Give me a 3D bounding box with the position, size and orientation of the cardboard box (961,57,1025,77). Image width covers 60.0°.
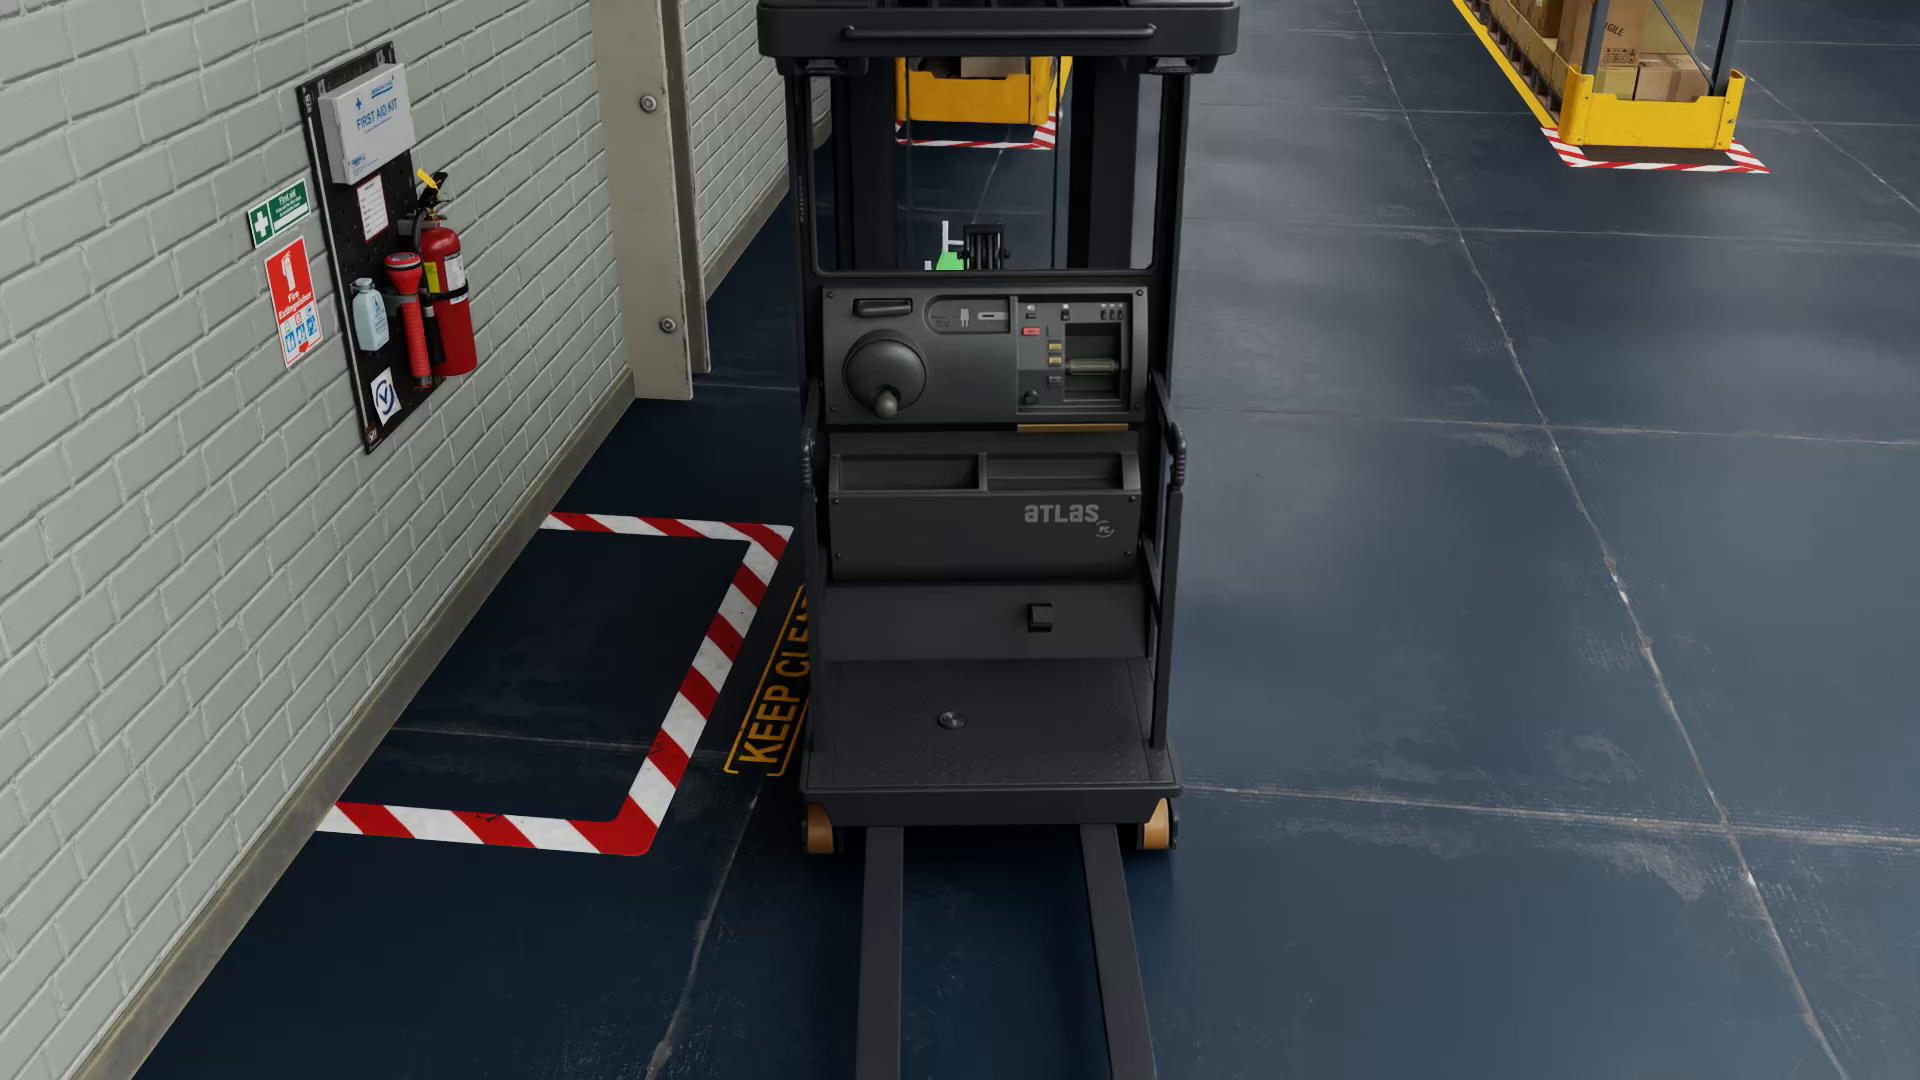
[{"bbox_3d":[0.256,-3.870,13.141,0.500,0.311,0.500,0,28,0],"label":"cardboard box"}]

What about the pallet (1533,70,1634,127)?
[{"bbox_3d":[5.051,-3.388,12.816,1.003,0.211,1.213,3,28,6],"label":"pallet"}]

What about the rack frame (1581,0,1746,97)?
[{"bbox_3d":[4.999,-4.253,11.482,1.000,3.000,0.127,3,28,6],"label":"rack frame"}]

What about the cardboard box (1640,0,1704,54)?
[{"bbox_3d":[5.345,-4.033,12.738,0.500,0.500,0.500,3,28,6],"label":"cardboard box"}]

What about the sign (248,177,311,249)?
[{"bbox_3d":[-1.927,-0.930,4.717,0.001,0.109,0.331,3,28,6],"label":"sign"}]

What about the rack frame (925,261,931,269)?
[{"bbox_3d":[-0.010,-0.491,6.397,0.240,1.200,0.015,3,28,6],"label":"rack frame"}]

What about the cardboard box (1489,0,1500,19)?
[{"bbox_3d":[5.131,-4.910,15.157,0.500,0.250,0.500,3,28,6],"label":"cardboard box"}]

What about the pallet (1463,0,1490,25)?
[{"bbox_3d":[5.541,-5.257,16.286,1.003,0.211,1.213,3,28,6],"label":"pallet"}]

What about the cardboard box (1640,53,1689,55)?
[{"bbox_3d":[5.343,-3.702,12.916,0.500,0.250,0.500,3,28,6],"label":"cardboard box"}]

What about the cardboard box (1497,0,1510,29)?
[{"bbox_3d":[5.065,-4.675,14.720,0.500,0.250,0.500,3,28,6],"label":"cardboard box"}]

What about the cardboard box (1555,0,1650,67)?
[{"bbox_3d":[4.769,-3.827,12.357,0.500,0.500,0.500,3,28,6],"label":"cardboard box"}]

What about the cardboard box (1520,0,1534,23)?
[{"bbox_3d":[4.940,-4.534,13.669,0.500,0.500,0.500,3,28,6],"label":"cardboard box"}]

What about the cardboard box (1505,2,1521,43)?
[{"bbox_3d":[4.999,-4.439,14.284,0.500,0.250,0.500,3,28,6],"label":"cardboard box"}]

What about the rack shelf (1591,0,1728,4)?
[{"bbox_3d":[5.244,-4.878,13.400,1.077,0.370,4.000,3,28,6],"label":"rack shelf"}]

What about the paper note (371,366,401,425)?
[{"bbox_3d":[-1.857,-0.466,5.382,0.016,0.148,0.142,3,28,6],"label":"paper note"}]

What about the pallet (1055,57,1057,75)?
[{"bbox_3d":[0.378,-4.300,14.510,1.003,0.211,1.213,3,28,6],"label":"pallet"}]

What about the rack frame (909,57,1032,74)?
[{"bbox_3d":[0.082,-4.539,12.013,1.000,3.000,0.127,3,28,6],"label":"rack frame"}]

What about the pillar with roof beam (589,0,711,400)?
[{"bbox_3d":[2.847,-4.486,5.588,9.100,9.000,0.400,3,28,6],"label":"pillar with roof beam"}]

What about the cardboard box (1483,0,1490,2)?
[{"bbox_3d":[5.252,-5.322,15.923,0.500,0.250,0.500,3,28,6],"label":"cardboard box"}]

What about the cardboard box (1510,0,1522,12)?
[{"bbox_3d":[4.999,-4.770,14.106,0.500,0.500,0.500,3,28,6],"label":"cardboard box"}]

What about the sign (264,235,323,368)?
[{"bbox_3d":[-1.937,-0.695,4.840,0.001,0.329,0.234,3,28,6],"label":"sign"}]

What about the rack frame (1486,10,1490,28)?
[{"bbox_3d":[5.489,-6.136,14.977,1.000,3.000,0.127,3,28,6],"label":"rack frame"}]

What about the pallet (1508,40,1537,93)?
[{"bbox_3d":[5.203,-3.961,13.879,1.003,0.211,1.213,3,28,6],"label":"pallet"}]

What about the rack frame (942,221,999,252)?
[{"bbox_3d":[0.050,-0.721,6.823,0.240,1.200,0.015,3,28,6],"label":"rack frame"}]

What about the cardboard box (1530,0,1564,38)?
[{"bbox_3d":[4.877,-4.299,13.232,0.500,0.500,0.500,3,28,6],"label":"cardboard box"}]

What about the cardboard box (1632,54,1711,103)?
[{"bbox_3d":[5.285,-3.467,12.479,0.500,0.250,0.500,3,28,6],"label":"cardboard box"}]

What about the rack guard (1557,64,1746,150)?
[{"bbox_3d":[4.996,-3.141,12.054,1.175,0.500,0.348,3,28,6],"label":"rack guard"}]

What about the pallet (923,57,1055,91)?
[{"bbox_3d":[0.226,-3.728,13.447,1.003,0.211,1.213,3,28,6],"label":"pallet"}]

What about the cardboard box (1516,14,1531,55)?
[{"bbox_3d":[4.943,-4.204,13.847,0.500,0.250,0.500,3,28,6],"label":"cardboard box"}]

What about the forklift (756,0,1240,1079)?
[{"bbox_3d":[0.079,-0.497,4.582,1.130,2.935,3.031,-1,28,-1],"label":"forklift"}]

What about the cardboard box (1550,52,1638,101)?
[{"bbox_3d":[4.771,-3.497,12.535,0.500,0.250,0.500,3,28,6],"label":"cardboard box"}]

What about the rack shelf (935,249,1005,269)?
[{"bbox_3d":[0.020,-0.972,6.413,0.258,0.148,0.480,3,28,6],"label":"rack shelf"}]

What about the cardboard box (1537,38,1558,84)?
[{"bbox_3d":[4.821,-3.733,12.973,0.500,0.250,0.500,3,28,6],"label":"cardboard box"}]

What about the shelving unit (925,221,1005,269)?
[{"bbox_3d":[0.020,-0.606,6.610,0.258,1.200,0.503,3,28,6],"label":"shelving unit"}]

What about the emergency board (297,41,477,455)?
[{"bbox_3d":[-1.766,-0.934,5.320,0.194,1.169,0.643,3,28,6],"label":"emergency board"}]

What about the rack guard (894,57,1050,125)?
[{"bbox_3d":[0.091,-3.474,12.672,1.175,0.500,0.348,3,28,6],"label":"rack guard"}]

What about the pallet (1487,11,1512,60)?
[{"bbox_3d":[5.350,-4.536,14.948,1.003,0.211,1.213,3,28,6],"label":"pallet"}]

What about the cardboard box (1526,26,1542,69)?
[{"bbox_3d":[4.880,-3.969,13.410,0.500,0.250,0.500,3,28,6],"label":"cardboard box"}]
